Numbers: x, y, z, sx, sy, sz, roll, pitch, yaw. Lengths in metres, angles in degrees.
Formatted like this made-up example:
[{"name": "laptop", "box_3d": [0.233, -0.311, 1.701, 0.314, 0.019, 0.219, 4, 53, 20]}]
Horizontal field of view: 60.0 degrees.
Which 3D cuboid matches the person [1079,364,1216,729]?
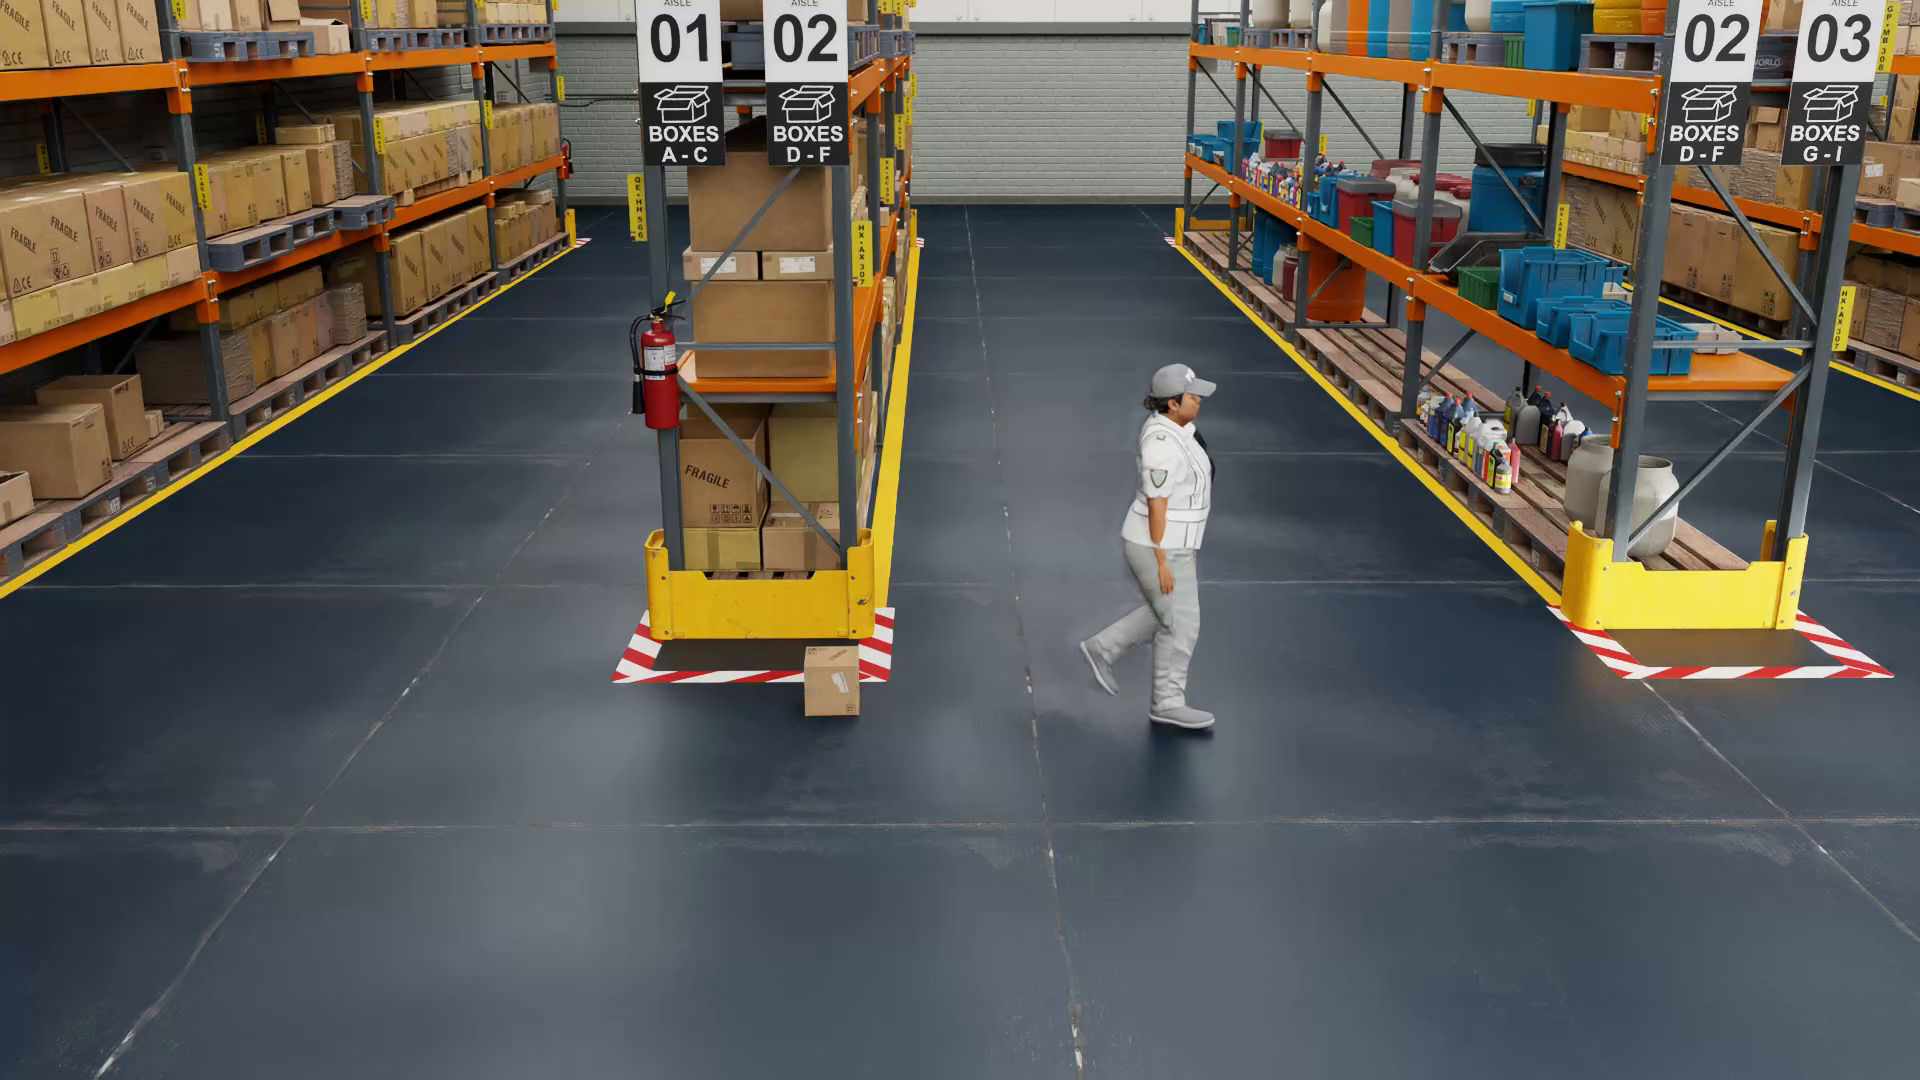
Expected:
[{"name": "person", "box_3d": [0.862, 0.016, 7.427, 0.626, 1.644, 0.487, 3, 18, 11]}]
